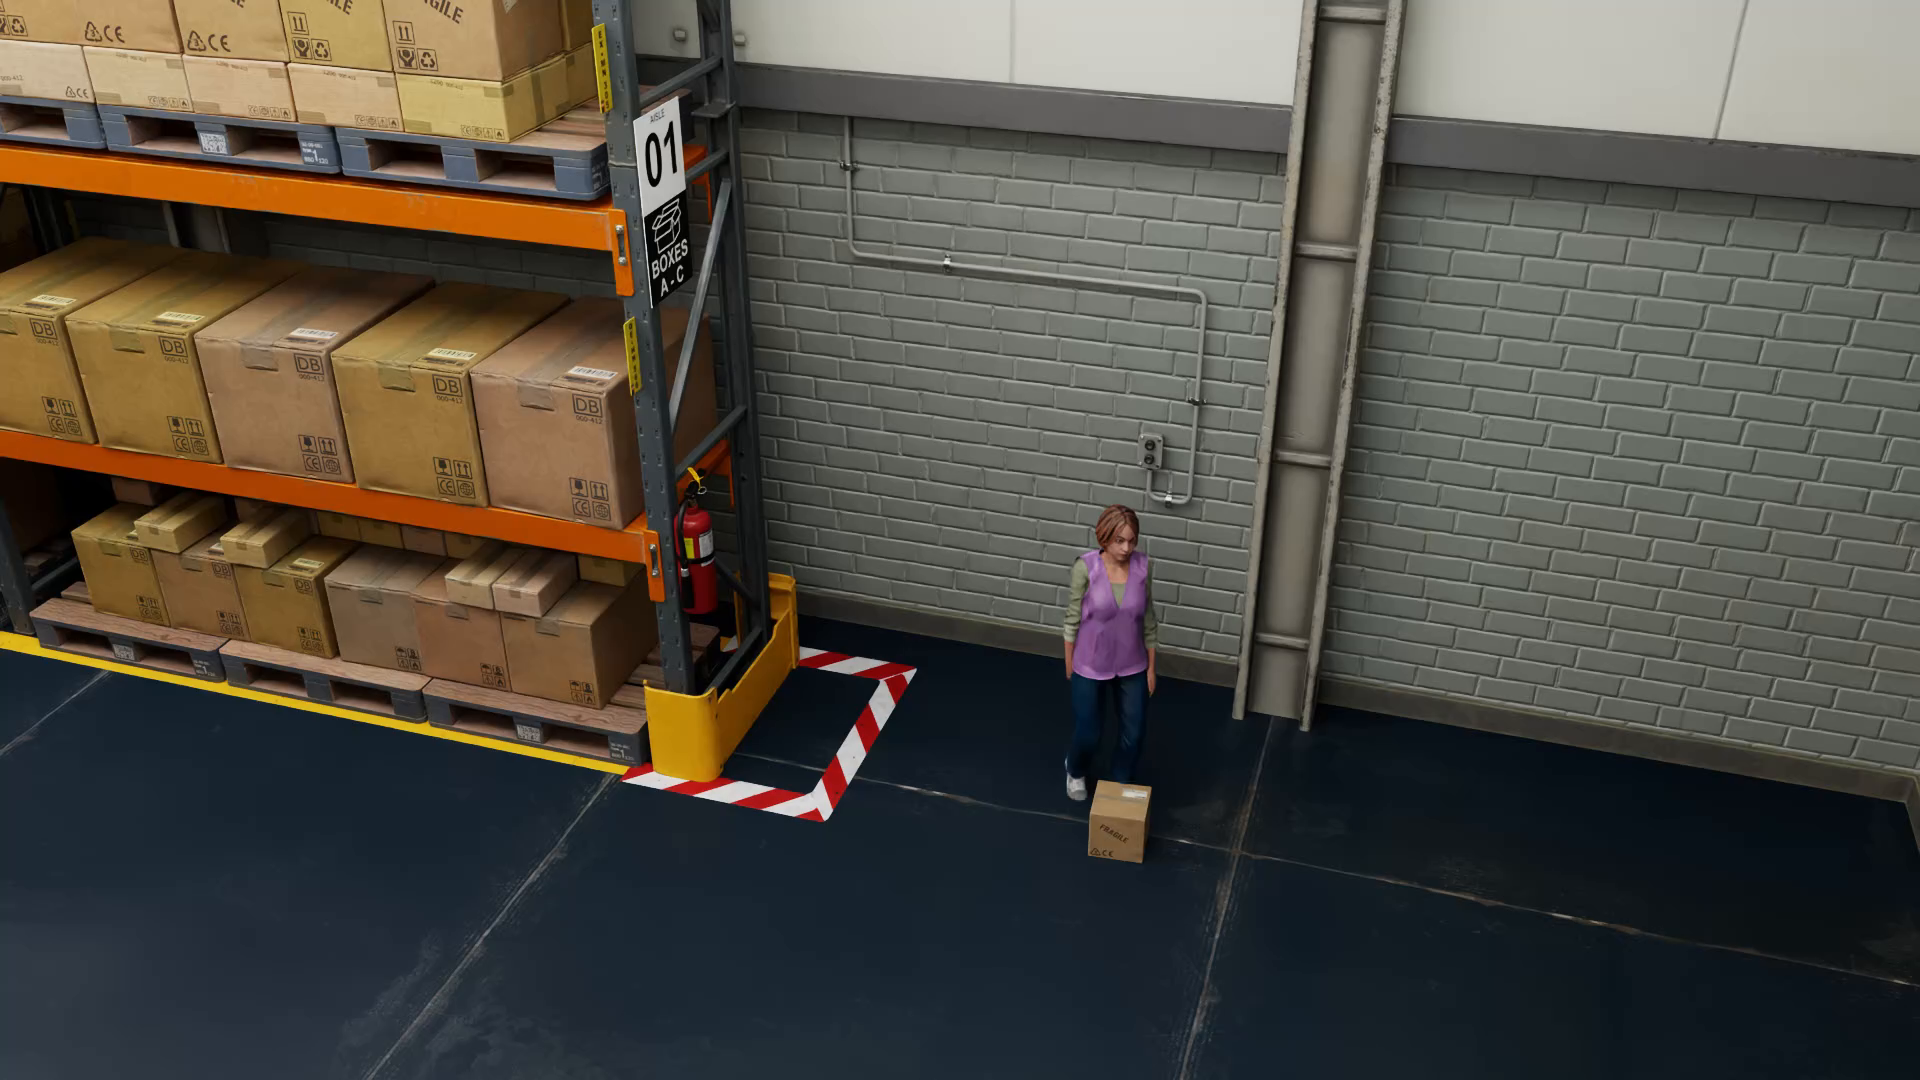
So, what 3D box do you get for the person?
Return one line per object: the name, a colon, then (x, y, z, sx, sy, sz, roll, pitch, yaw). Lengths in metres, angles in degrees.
person: (0.688, 0.615, 7.497, 0.421, 1.629, 0.567, -5, 30, -9)
